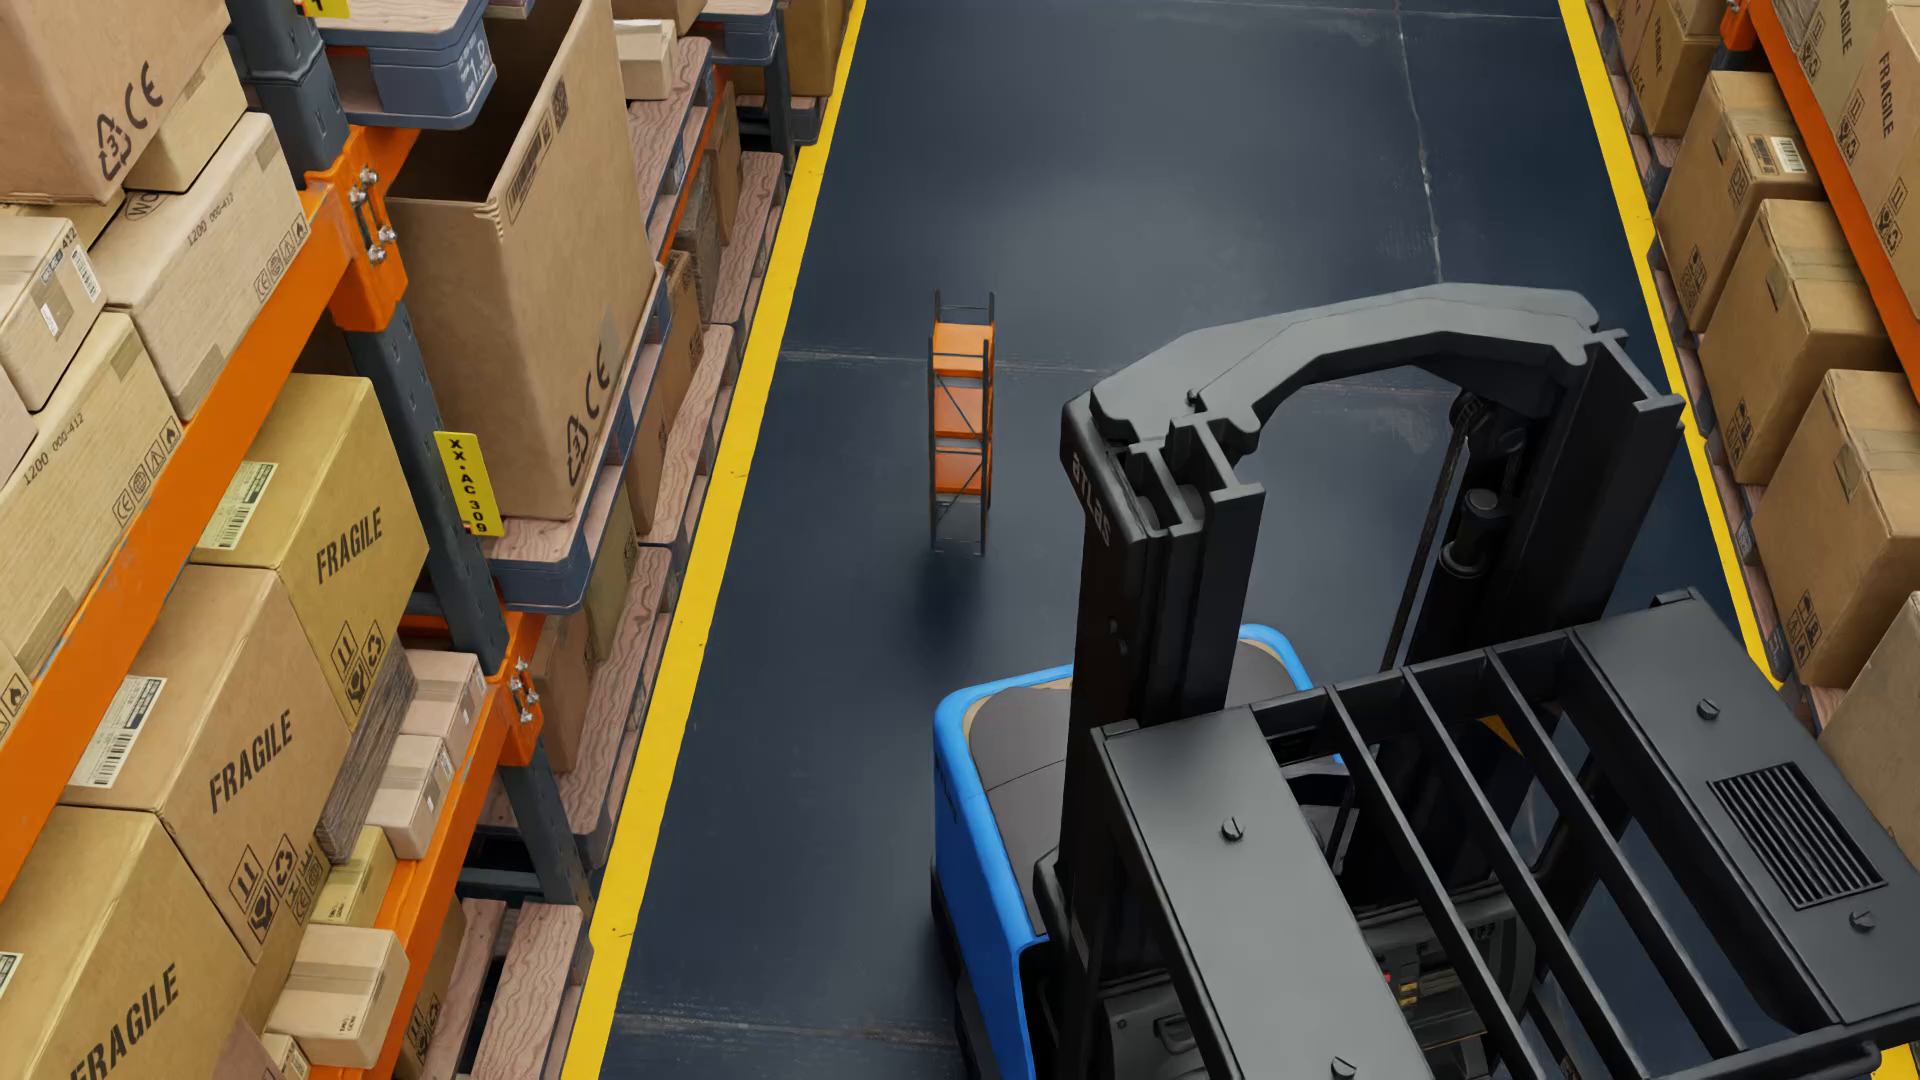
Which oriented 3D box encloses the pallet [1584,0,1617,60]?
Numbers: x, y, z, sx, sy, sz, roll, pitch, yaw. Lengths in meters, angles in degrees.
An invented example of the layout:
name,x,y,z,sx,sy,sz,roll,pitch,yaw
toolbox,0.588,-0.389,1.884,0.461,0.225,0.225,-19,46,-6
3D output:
name,x,y,z,sx,sy,sz,roll,pitch,yaw
pallet,3.835,-2.920,8.778,1.003,0.211,1.213,4,48,4

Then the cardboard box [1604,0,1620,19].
name,x,y,z,sx,sy,sz,roll,pitch,yaw
cardboard box,3.531,-2.963,8.337,0.500,0.500,0.500,2,48,2

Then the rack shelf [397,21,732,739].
name,x,y,z,sx,sy,sz,roll,pitch,yaw
rack shelf,-1.464,-1.089,5.700,1.077,0.370,4.000,4,48,4

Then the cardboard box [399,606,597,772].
name,x,y,z,sx,sy,sz,roll,pitch,yaw
cardboard box,-1.569,0.384,5.262,0.700,0.500,0.500,1,48,1

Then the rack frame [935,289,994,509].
name,x,y,z,sx,sy,sz,roll,pitch,yaw
rack frame,0.016,-0.483,5.981,0.200,1.050,0.008,4,48,4

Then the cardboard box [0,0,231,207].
name,x,y,z,sx,sy,sz,roll,pitch,yaw
cardboard box,-1.433,-0.829,2.335,0.500,0.500,0.500,3,48,2

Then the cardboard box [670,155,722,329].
name,x,y,z,sx,sy,sz,roll,pitch,yaw
cardboard box,-1.360,-1.204,6.714,0.700,0.500,0.500,0,48,0

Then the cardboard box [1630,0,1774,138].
name,x,y,z,sx,sy,sz,roll,pitch,yaw
cardboard box,3.448,-2.192,7.632,0.500,0.500,0.500,4,48,3

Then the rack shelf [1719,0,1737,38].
name,x,y,z,sx,sy,sz,roll,pitch,yaw
rack shelf,3.831,-3.620,8.016,1.077,0.370,4.000,4,48,4

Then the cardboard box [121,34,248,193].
name,x,y,z,sx,sy,sz,roll,pitch,yaw
cardboard box,-1.388,-0.700,2.656,0.380,0.149,0.250,5,48,5

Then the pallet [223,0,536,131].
name,x,y,z,sx,sy,sz,roll,pitch,yaw
pallet,-1.484,-1.257,3.461,1.213,0.211,1.003,4,48,4

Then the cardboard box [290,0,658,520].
name,x,y,z,sx,sy,sz,roll,pitch,yaw
cardboard box,-1.434,-0.780,4.240,1.000,1.000,1.000,4,48,4

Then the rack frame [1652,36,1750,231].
name,x,y,z,sx,sy,sz,roll,pitch,yaw
rack frame,3.649,-2.393,6.406,1.000,3.000,0.127,4,48,4

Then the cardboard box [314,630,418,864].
name,x,y,z,sx,sy,sz,roll,pitch,yaw
cardboard box,-1.749,0.331,3.645,0.875,0.500,0.500,4,48,4

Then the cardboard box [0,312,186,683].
name,x,y,z,sx,sy,sz,roll,pitch,yaw
cardboard box,-1.486,-0.088,2.366,0.500,0.250,0.500,5,48,5

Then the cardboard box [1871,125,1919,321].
name,x,y,z,sx,sy,sz,roll,pitch,yaw
cardboard box,3.201,-1.005,5.069,0.500,0.500,0.500,3,48,3

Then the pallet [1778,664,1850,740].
name,x,y,z,sx,sy,sz,roll,pitch,yaw
pallet,3.279,0.915,5.270,1.003,0.211,1.213,4,48,4

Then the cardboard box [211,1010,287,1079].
name,x,y,z,sx,sy,sz,roll,pitch,yaw
cardboard box,-1.775,1.070,2.969,0.875,0.500,0.500,4,48,4

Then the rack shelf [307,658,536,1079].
name,x,y,z,sx,sy,sz,roll,pitch,yaw
rack shelf,-1.828,1.851,3.012,1.077,0.370,4.000,4,48,4

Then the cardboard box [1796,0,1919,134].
name,x,y,z,sx,sy,sz,roll,pitch,yaw
cardboard box,3.295,-1.741,5.742,0.500,0.500,0.500,3,48,3

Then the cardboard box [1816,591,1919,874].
name,x,y,z,sx,sy,sz,roll,pitch,yaw
cardboard box,3.251,0.702,4.816,1.050,0.750,0.750,4,48,3

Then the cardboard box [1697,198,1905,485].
name,x,y,z,sx,sy,sz,roll,pitch,yaw
cardboard box,3.427,-0.692,6.090,1.050,0.750,0.750,5,48,4

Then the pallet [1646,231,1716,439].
name,x,y,z,sx,sy,sz,roll,pitch,yaw
pallet,3.502,-0.878,6.910,1.003,0.211,1.213,4,48,4

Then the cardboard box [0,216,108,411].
name,x,y,z,sx,sy,sz,roll,pitch,yaw
cardboard box,-1.440,-0.319,2.308,0.380,0.149,0.250,2,48,2

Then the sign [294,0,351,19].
name,x,y,z,sx,sy,sz,roll,pitch,yaw
sign,-1.105,-1.018,2.765,0.100,0.325,0.005,4,48,4

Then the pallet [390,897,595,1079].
name,x,y,z,sx,sy,sz,roll,pitch,yaw
pallet,-1.672,1.575,4.666,1.003,0.211,1.213,4,48,4

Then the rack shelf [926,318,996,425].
name,x,y,z,sx,sy,sz,roll,pitch,yaw
rack shelf,0.005,-0.578,5.697,0.215,0.259,0.240,4,48,4

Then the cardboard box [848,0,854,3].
name,x,y,z,sx,sy,sz,roll,pitch,yaw
cardboard box,-1.109,-3.386,8.469,1.225,0.875,0.875,4,48,4

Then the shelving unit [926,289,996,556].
name,x,y,z,sx,sy,sz,roll,pitch,yaw
shelving unit,0.005,-0.394,5.899,0.215,1.050,0.252,4,48,4

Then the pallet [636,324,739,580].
name,x,y,z,sx,sy,sz,roll,pitch,yaw
pallet,-1.468,-0.392,6.465,1.003,0.211,1.213,4,48,4

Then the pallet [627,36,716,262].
name,x,y,z,sx,sy,sz,roll,pitch,yaw
pallet,-1.421,-1.279,5.517,1.003,0.211,1.213,4,48,4

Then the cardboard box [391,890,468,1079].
name,x,y,z,sx,sy,sz,roll,pitch,yaw
cardboard box,-1.722,1.131,4.592,0.500,0.500,0.500,3,48,2

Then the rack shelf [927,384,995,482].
name,x,y,z,sx,sy,sz,roll,pitch,yaw
rack shelf,0.005,-0.386,5.906,0.215,0.259,0.240,4,48,4

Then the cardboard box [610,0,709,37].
name,x,y,z,sx,sy,sz,roll,pitch,yaw
cardboard box,-1.242,-2.160,5.840,0.700,0.500,0.500,10,48,9

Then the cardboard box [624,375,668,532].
name,x,y,z,sx,sy,sz,roll,pitch,yaw
cardboard box,-1.456,-0.377,5.958,0.700,0.500,0.500,0,48,0

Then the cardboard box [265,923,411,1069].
name,x,y,z,sx,sy,sz,roll,pitch,yaw
cardboard box,-1.400,0.955,3.514,0.380,0.149,0.250,4,48,4

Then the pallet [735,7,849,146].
name,x,y,z,sx,sy,sz,roll,pitch,yaw
pallet,-1.135,-2.434,8.333,1.003,0.211,1.213,4,48,4

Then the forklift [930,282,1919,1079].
name,x,y,z,sx,sy,sz,roll,pitch,yaw
forklift,0.807,1.096,3.261,1.130,2.935,3.031,-12,49,-11

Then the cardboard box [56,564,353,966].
name,x,y,z,sx,sy,sz,roll,pitch,yaw
cardboard box,-1.457,0.383,2.920,0.500,0.500,0.500,4,48,4

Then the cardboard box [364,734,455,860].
name,x,y,z,sx,sy,sz,roll,pitch,yaw
cardboard box,-1.405,0.584,3.853,0.380,0.149,0.250,4,48,4

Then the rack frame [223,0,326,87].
name,x,y,z,sx,sy,sz,roll,pitch,yaw
rack frame,-1.646,-1.886,1.877,1.000,3.000,0.127,4,48,4
